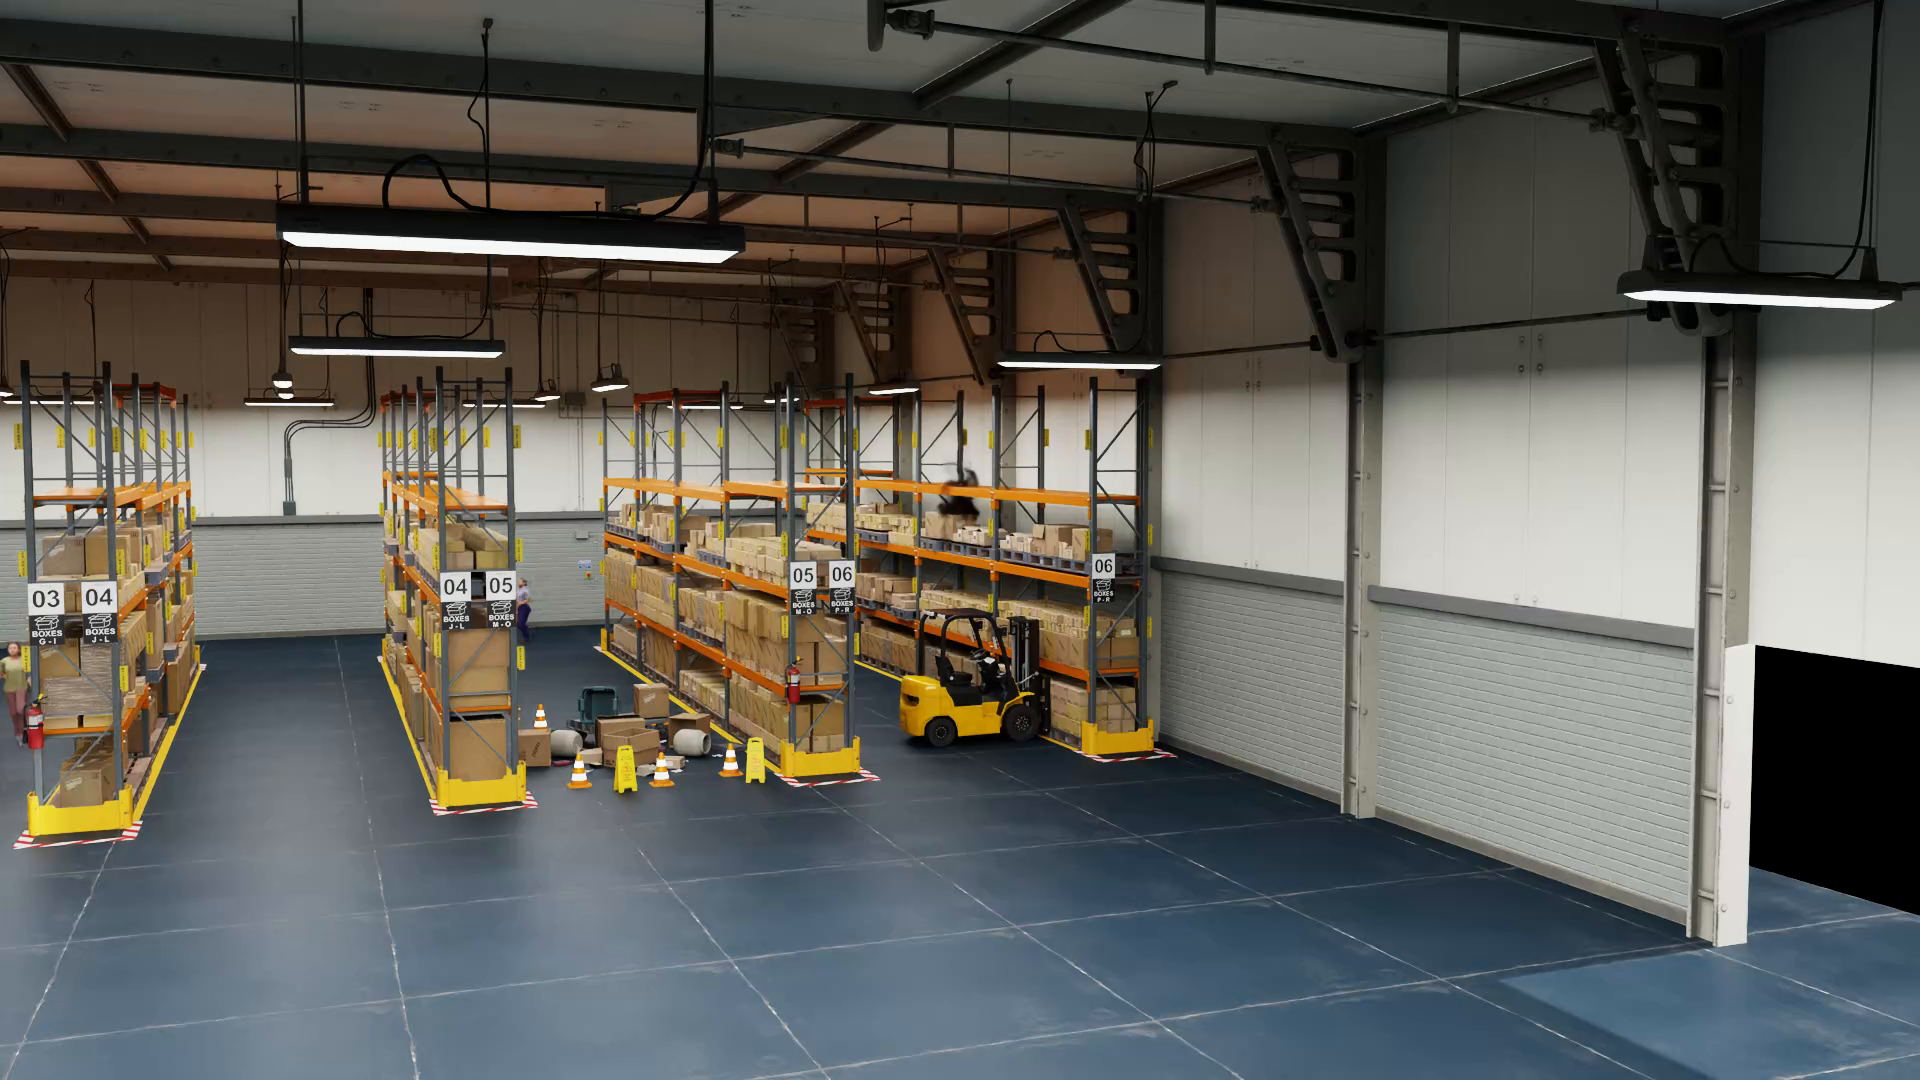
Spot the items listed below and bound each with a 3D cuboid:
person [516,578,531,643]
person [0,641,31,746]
[{"bbox_3d":[-10.853,1.733,41.061,0.602,1.604,0.540,3,5,43],"label":"person"},{"bbox_3d":[-15.588,2.521,27.464,0.559,1.725,0.738,-1,4,-19],"label":"person"}]
